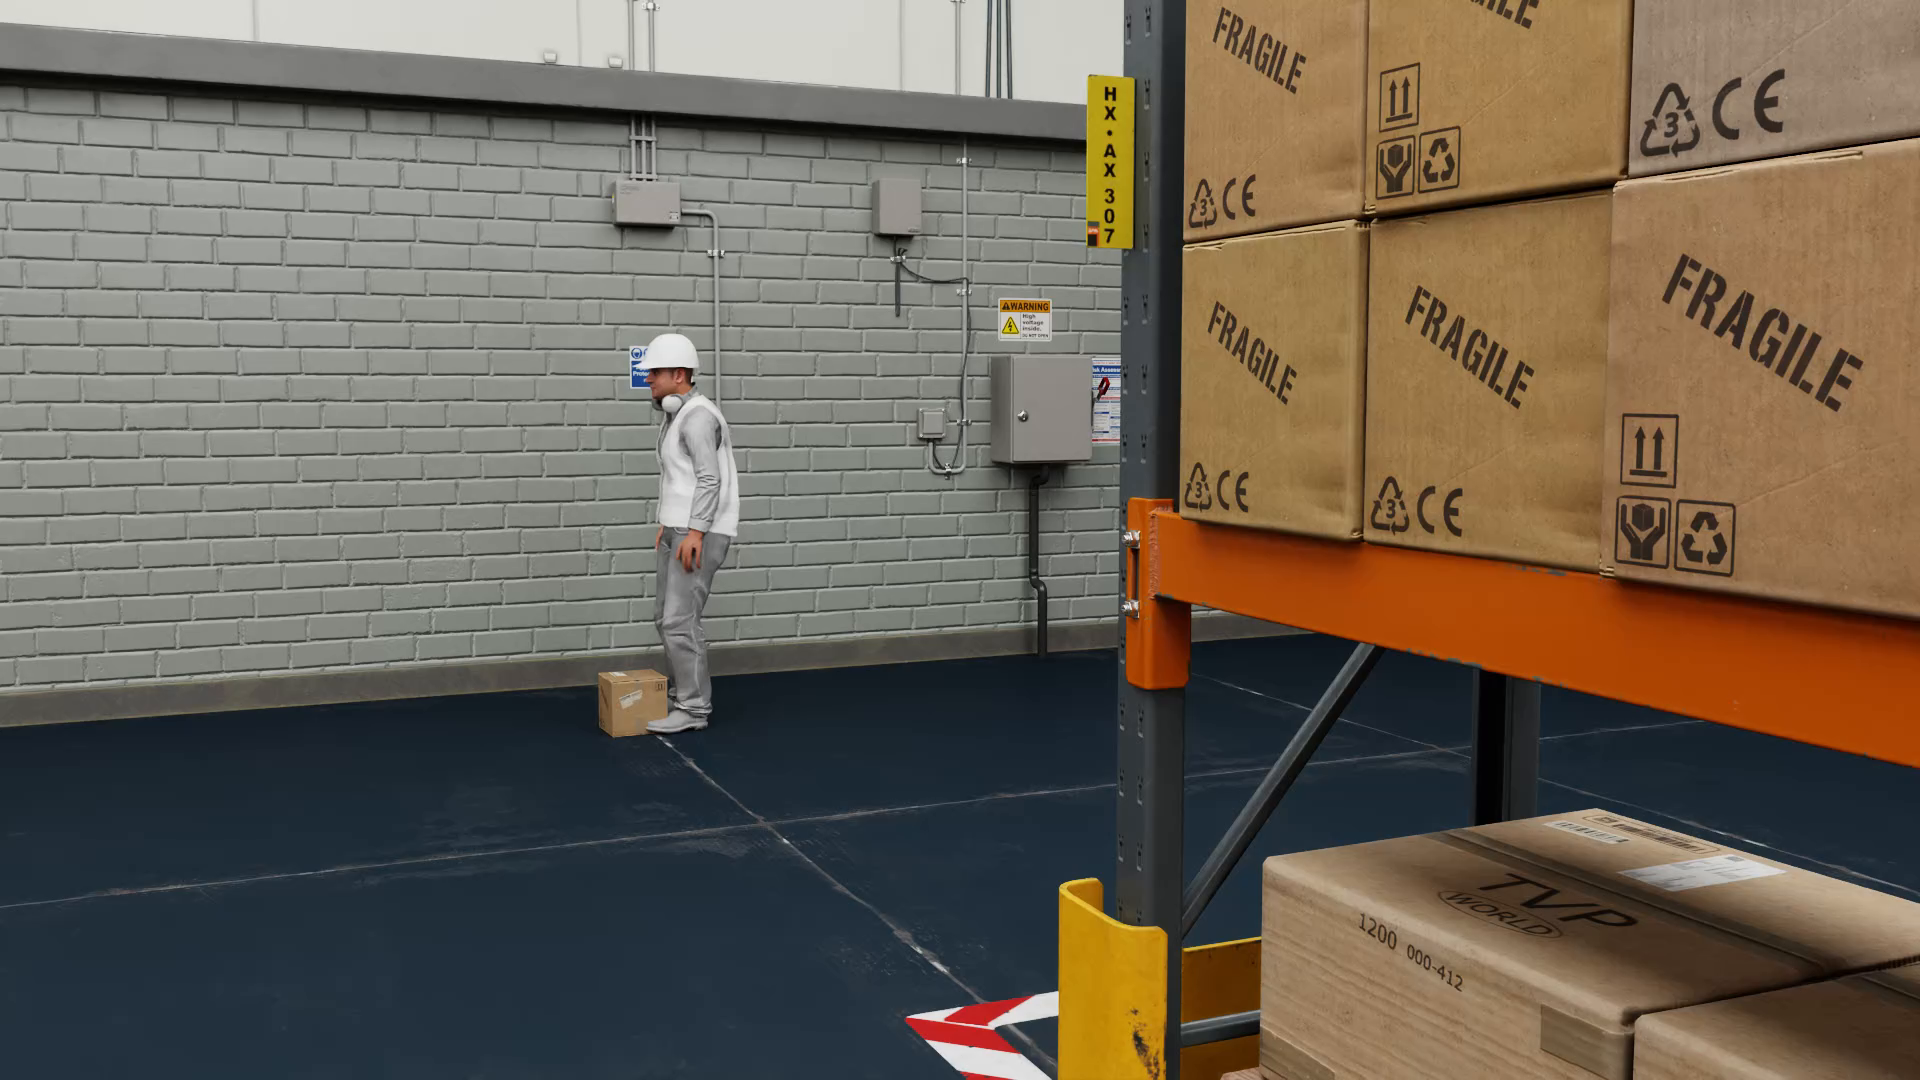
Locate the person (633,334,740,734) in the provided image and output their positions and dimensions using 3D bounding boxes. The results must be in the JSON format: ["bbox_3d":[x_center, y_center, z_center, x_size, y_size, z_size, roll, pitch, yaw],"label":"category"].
[{"bbox_3d":[-1.238,-0.038,7.514,0.464,1.771,0.580,-2,6,-23],"label":"person"}]
